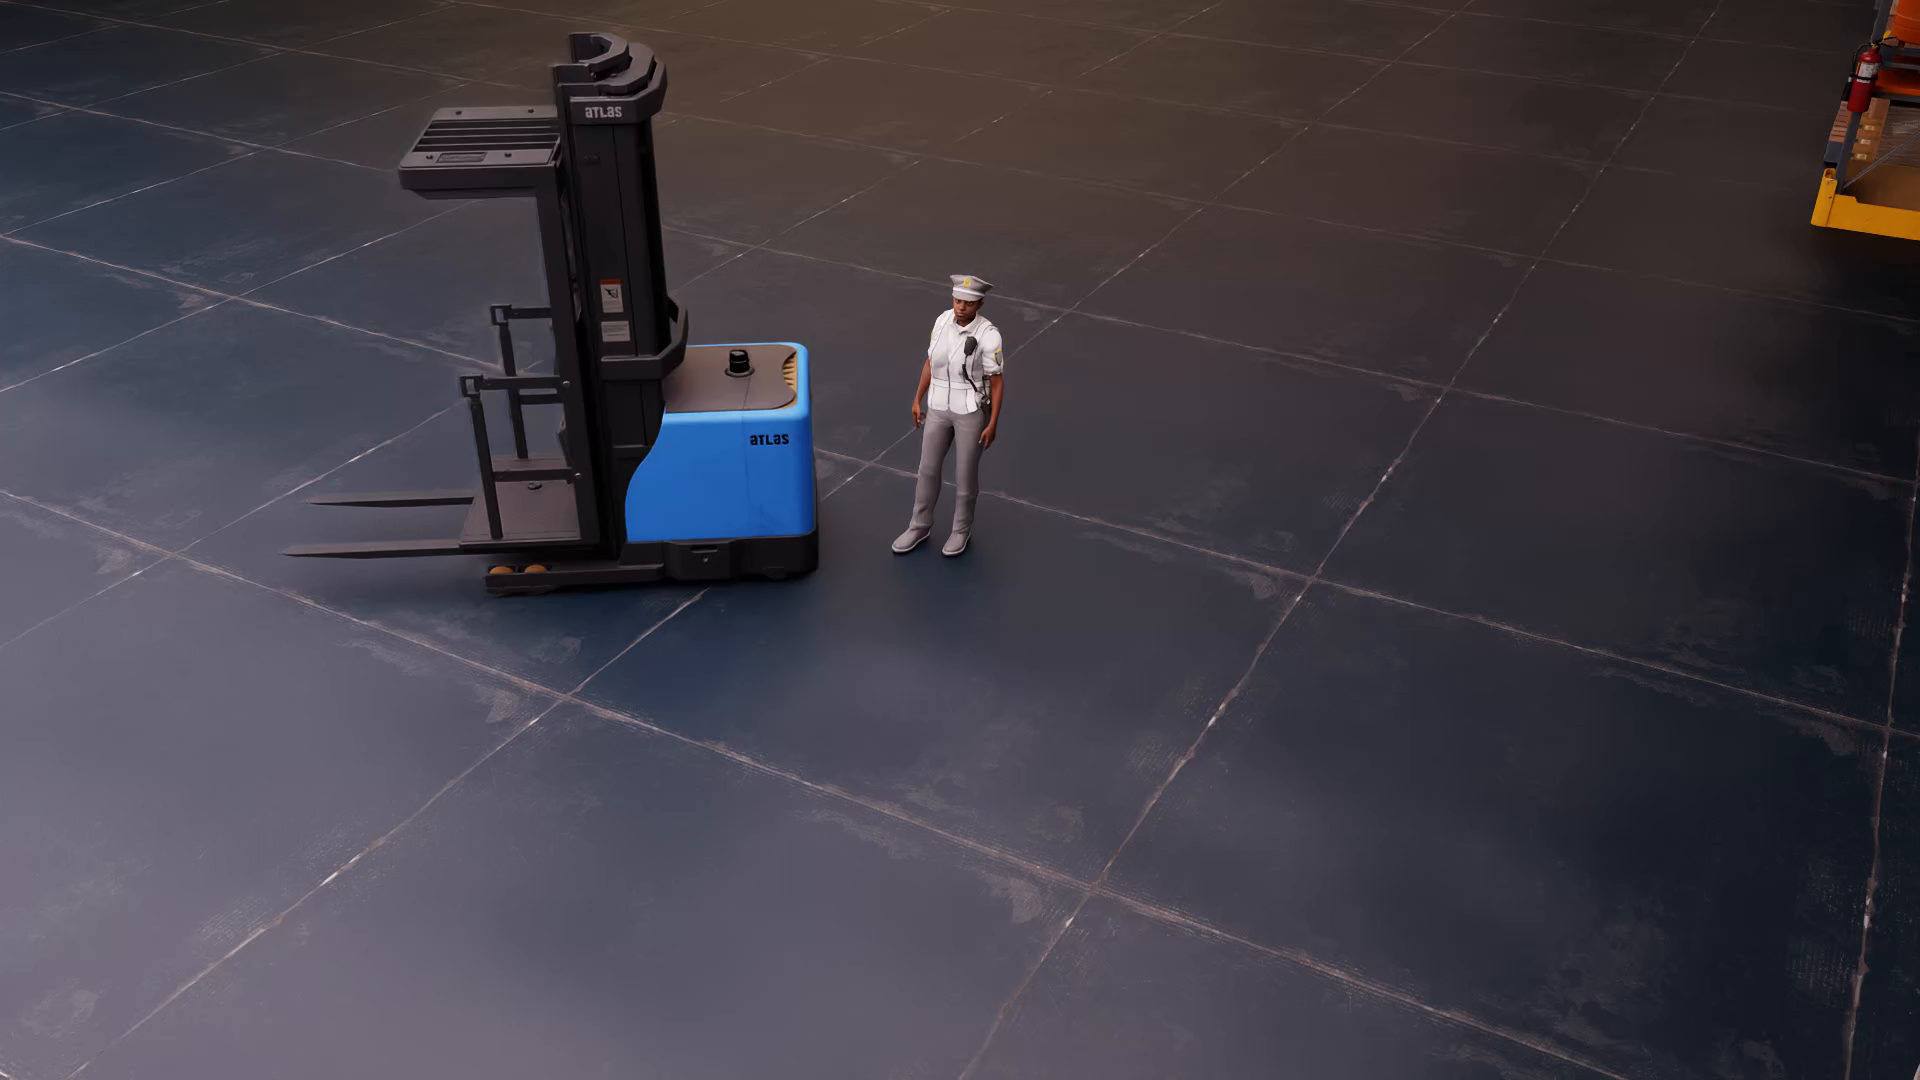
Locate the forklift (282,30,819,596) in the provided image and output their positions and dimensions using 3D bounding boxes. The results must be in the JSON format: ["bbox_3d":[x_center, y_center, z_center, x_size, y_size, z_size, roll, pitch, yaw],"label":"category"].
[{"bbox_3d":[-2.364,-1.227,9.196,3.031,2.935,1.130,-2,30,-4],"label":"forklift"}]

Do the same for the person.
[{"bbox_3d":[-0.054,-0.712,9.527,0.569,1.694,0.529,15,33,25],"label":"person"}]
